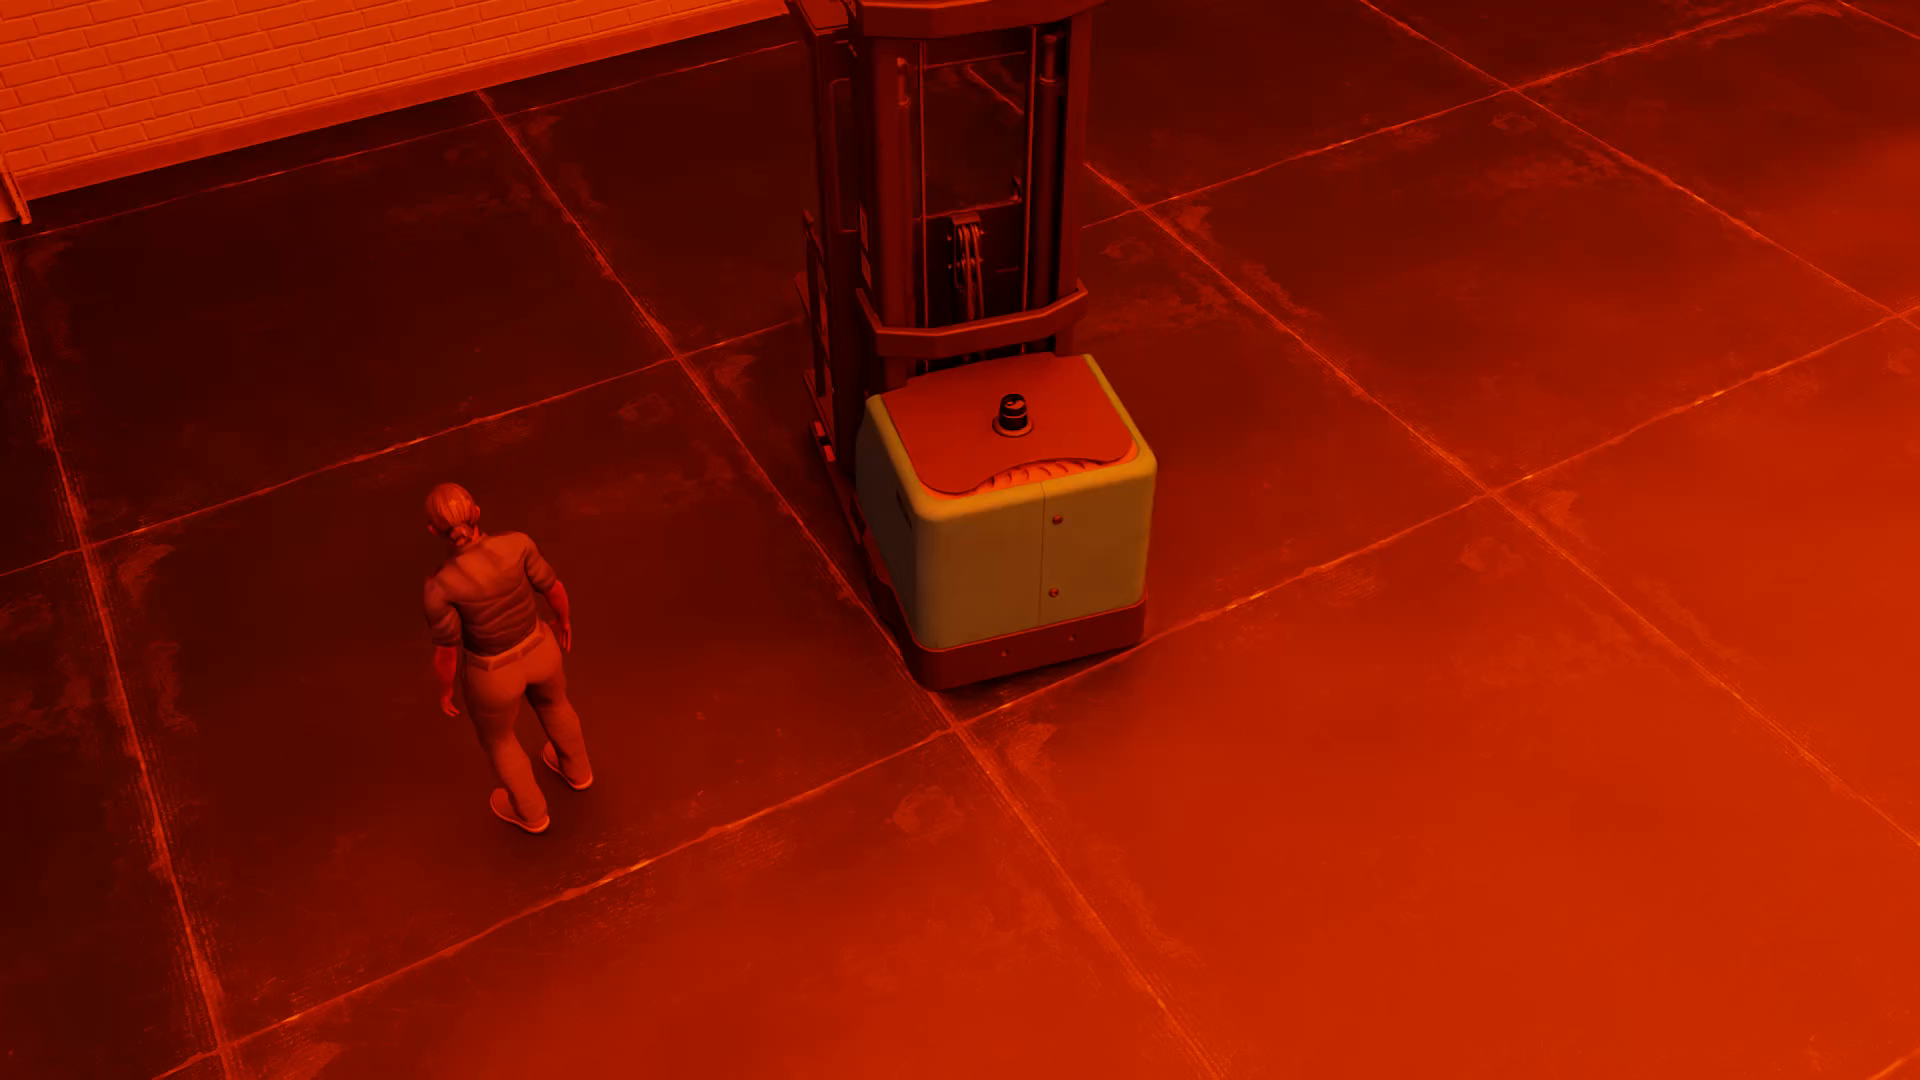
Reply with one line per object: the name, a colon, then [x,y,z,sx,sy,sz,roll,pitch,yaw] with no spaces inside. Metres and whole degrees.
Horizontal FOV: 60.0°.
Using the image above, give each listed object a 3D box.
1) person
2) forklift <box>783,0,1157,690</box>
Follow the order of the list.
person: [-1.694,0.433,6.173,0.563,1.651,0.382,-33,52,-31]
forklift: [-0.123,-1.454,7.266,1.130,2.935,3.031,-12,44,-13]
